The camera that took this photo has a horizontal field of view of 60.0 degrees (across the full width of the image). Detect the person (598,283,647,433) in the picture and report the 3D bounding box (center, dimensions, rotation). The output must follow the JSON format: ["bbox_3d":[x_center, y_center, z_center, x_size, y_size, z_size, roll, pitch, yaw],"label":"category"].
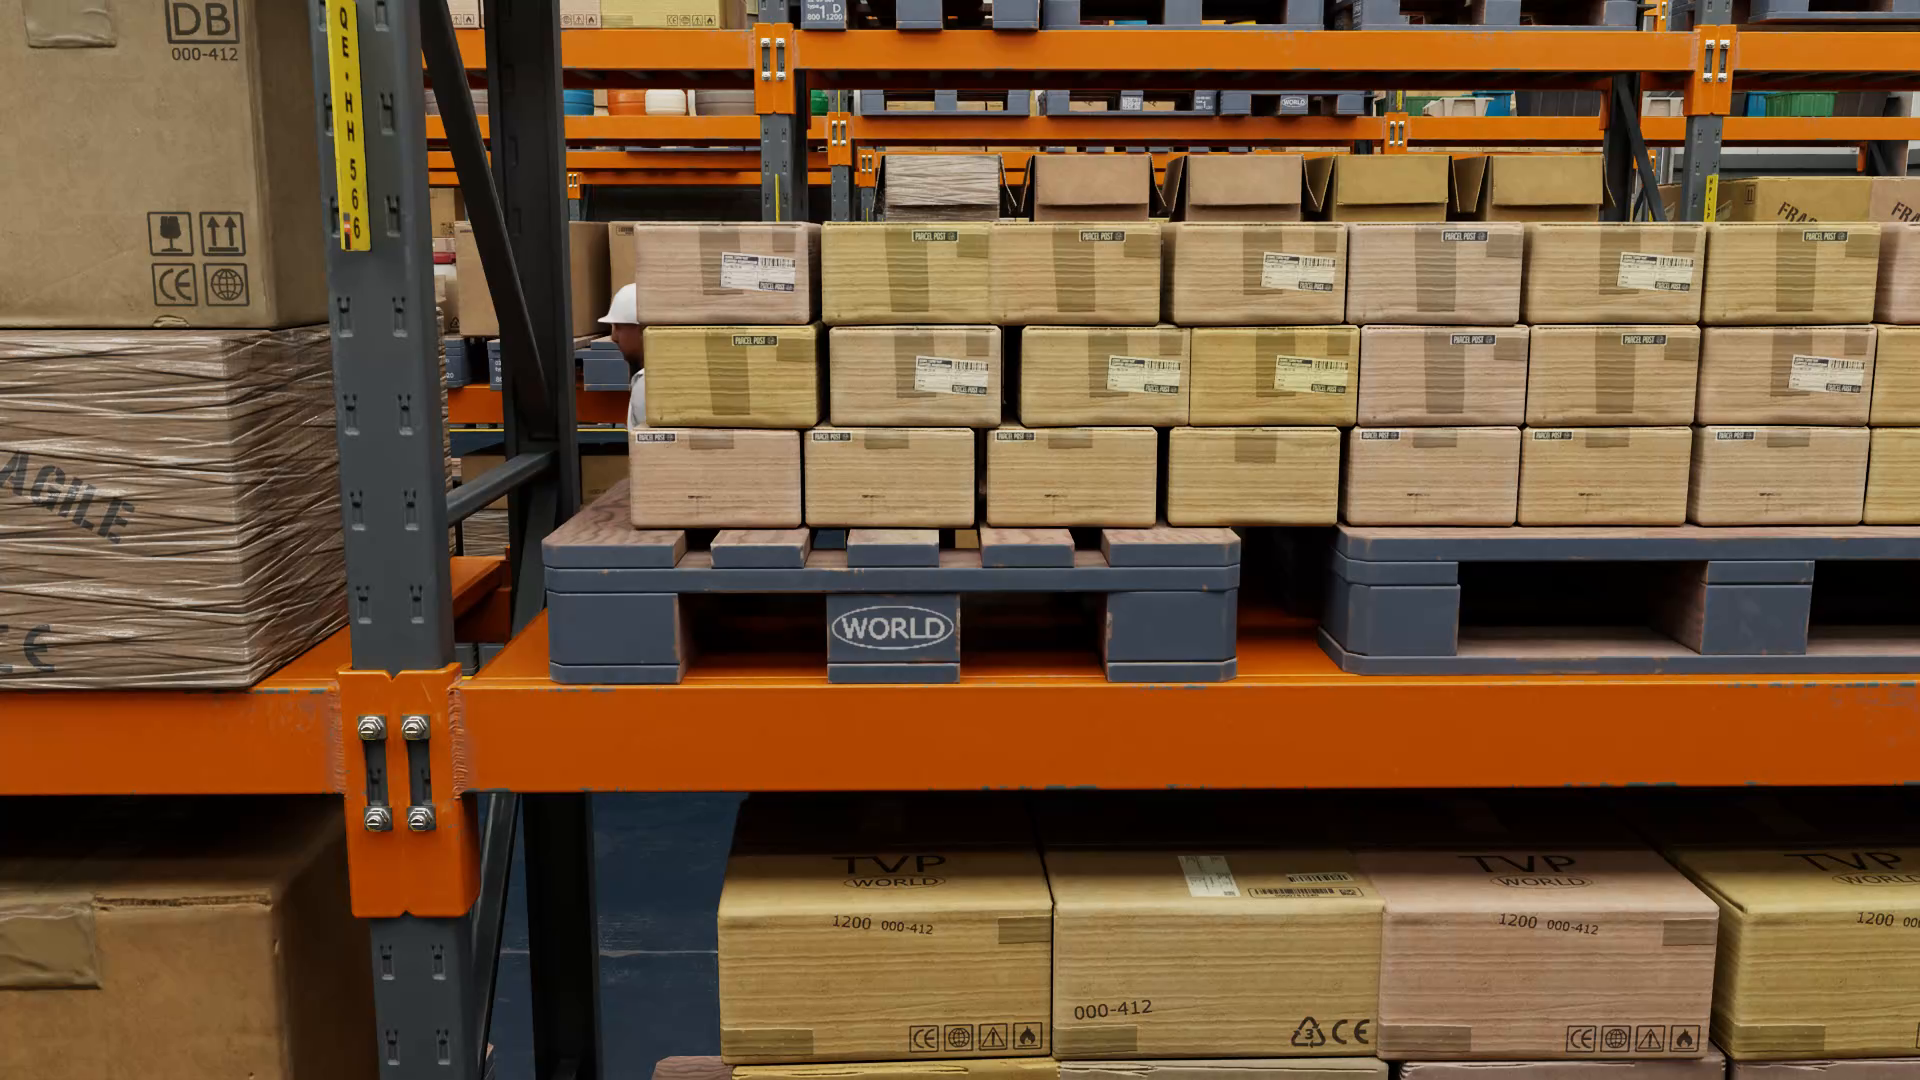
[{"bbox_3d":[-1.125,-0.087,6.368,0.452,1.771,0.616,1,10,6],"label":"person"}]
